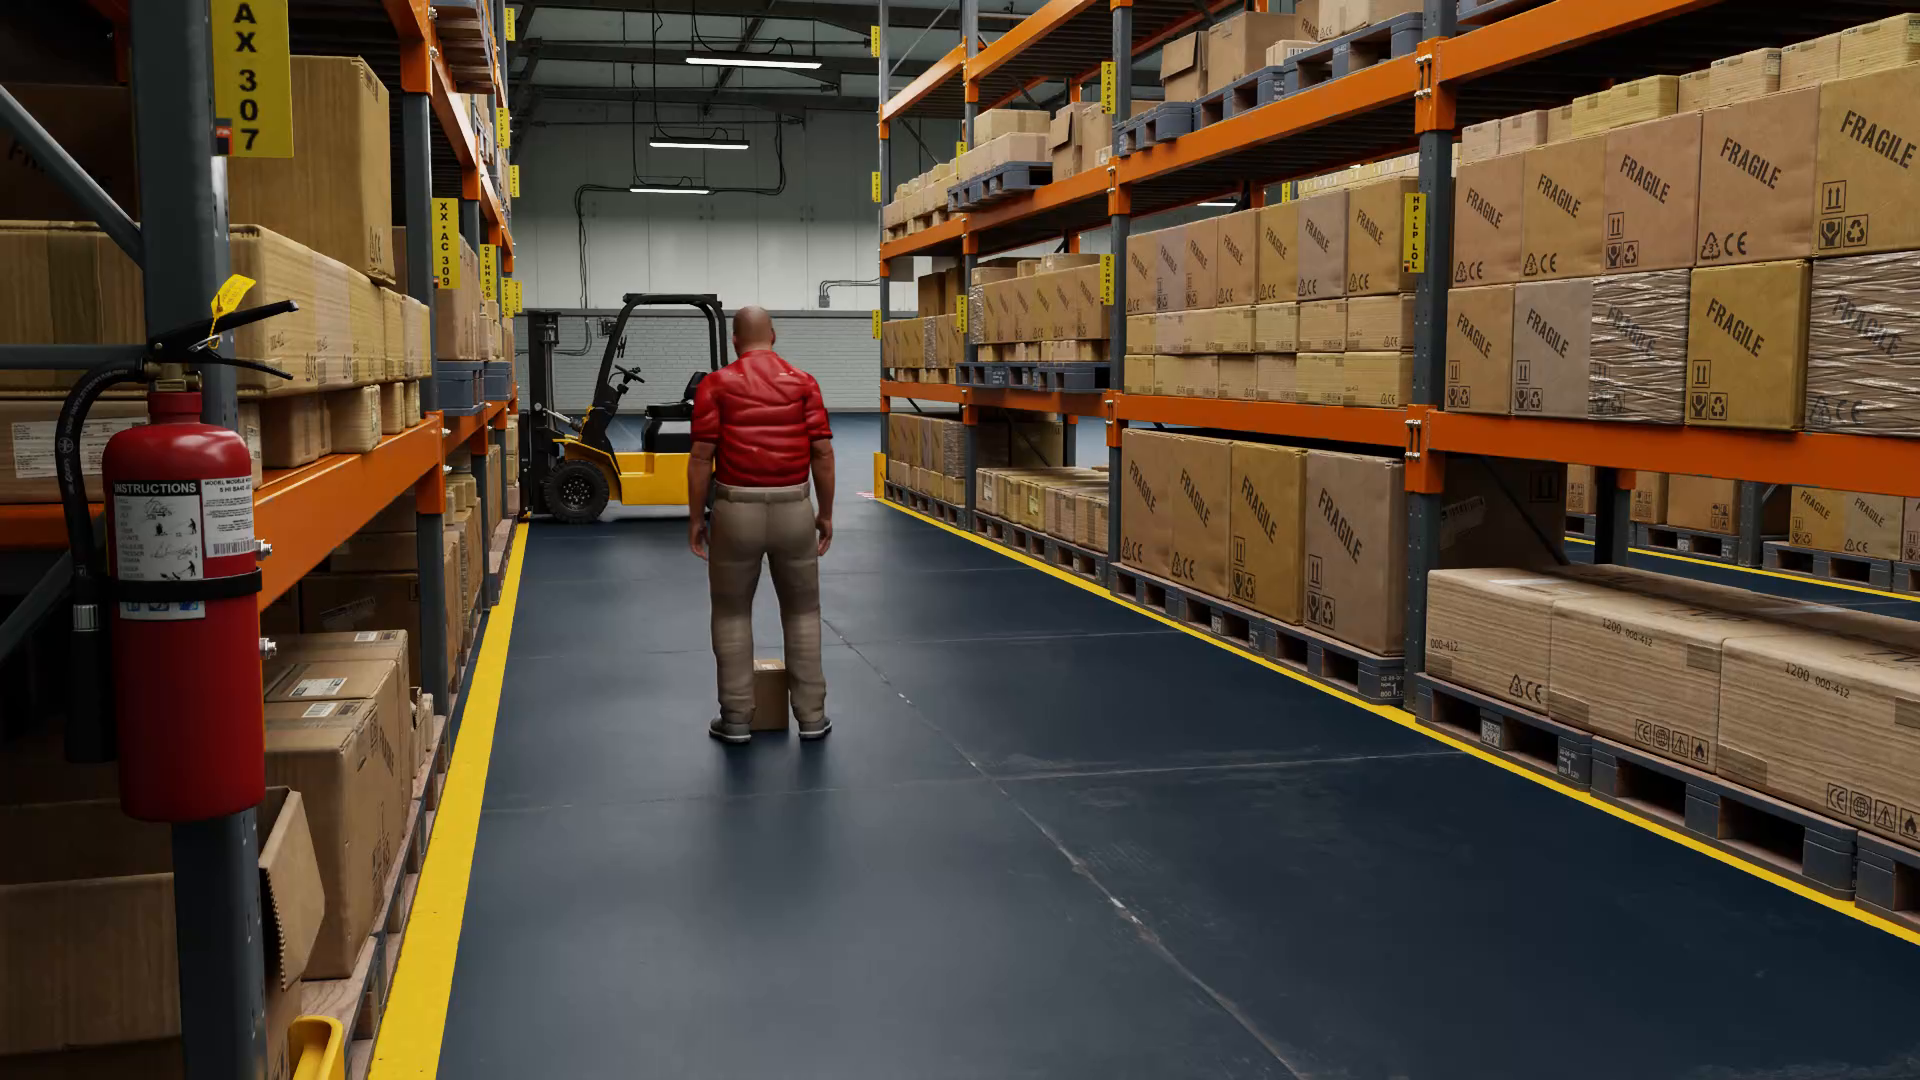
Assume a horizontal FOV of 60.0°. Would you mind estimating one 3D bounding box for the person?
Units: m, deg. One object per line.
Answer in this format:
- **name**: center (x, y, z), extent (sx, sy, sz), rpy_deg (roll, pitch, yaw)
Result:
- **person**: center (-0.788, -0.065, 6.622), extent (0.585, 1.727, 0.390), rpy_deg (-2, 6, -14)
